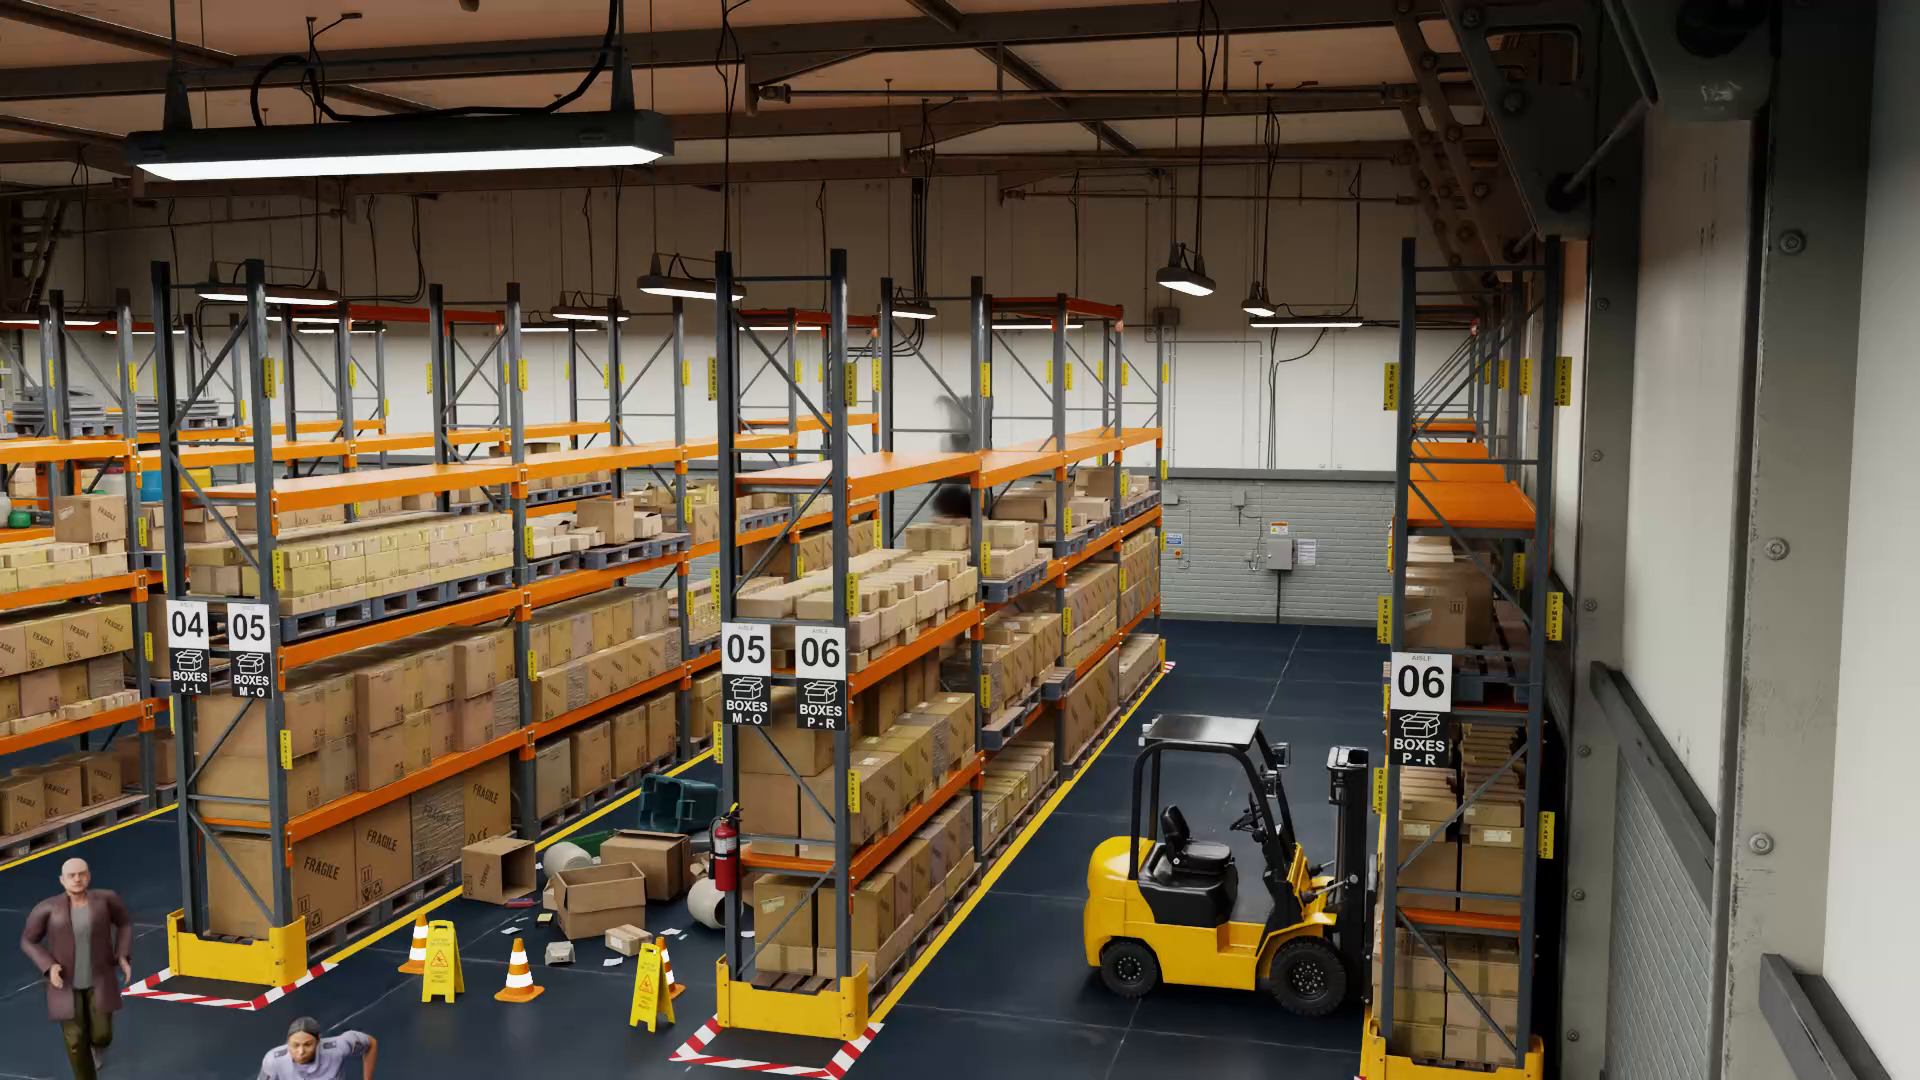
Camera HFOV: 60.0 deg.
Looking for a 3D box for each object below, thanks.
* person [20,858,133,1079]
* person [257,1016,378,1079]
[{"bbox_3d":[-6.163,3.085,11.658,0.712,1.738,0.573,-4,7,-32],"label":"person"},{"bbox_3d":[-3.696,3.406,9.651,0.649,1.609,0.960,-1,6,-13],"label":"person"}]
